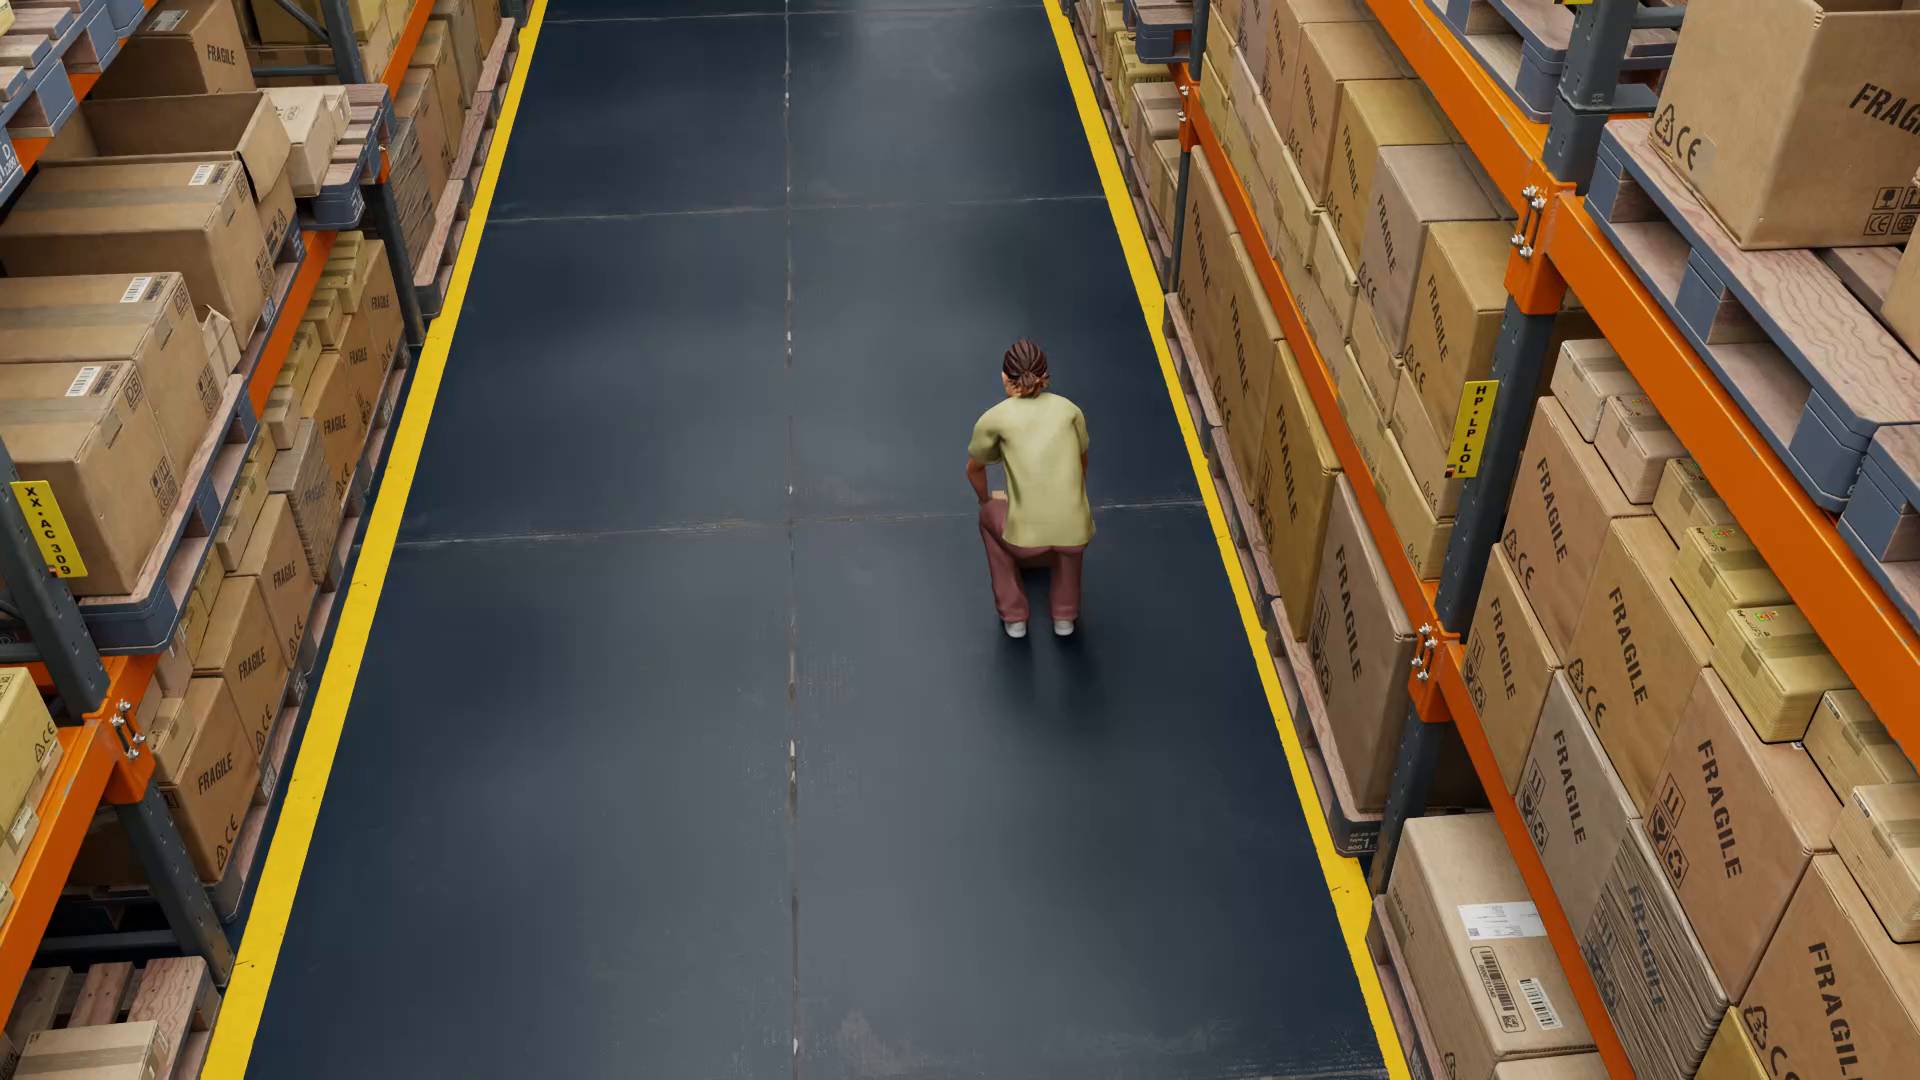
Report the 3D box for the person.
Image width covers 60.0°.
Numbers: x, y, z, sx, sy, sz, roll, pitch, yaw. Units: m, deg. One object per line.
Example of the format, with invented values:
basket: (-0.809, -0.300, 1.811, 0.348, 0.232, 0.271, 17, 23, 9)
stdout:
person: (0.285, -0.155, 6.734, 0.506, 1.187, 0.730, -3, 39, -4)
